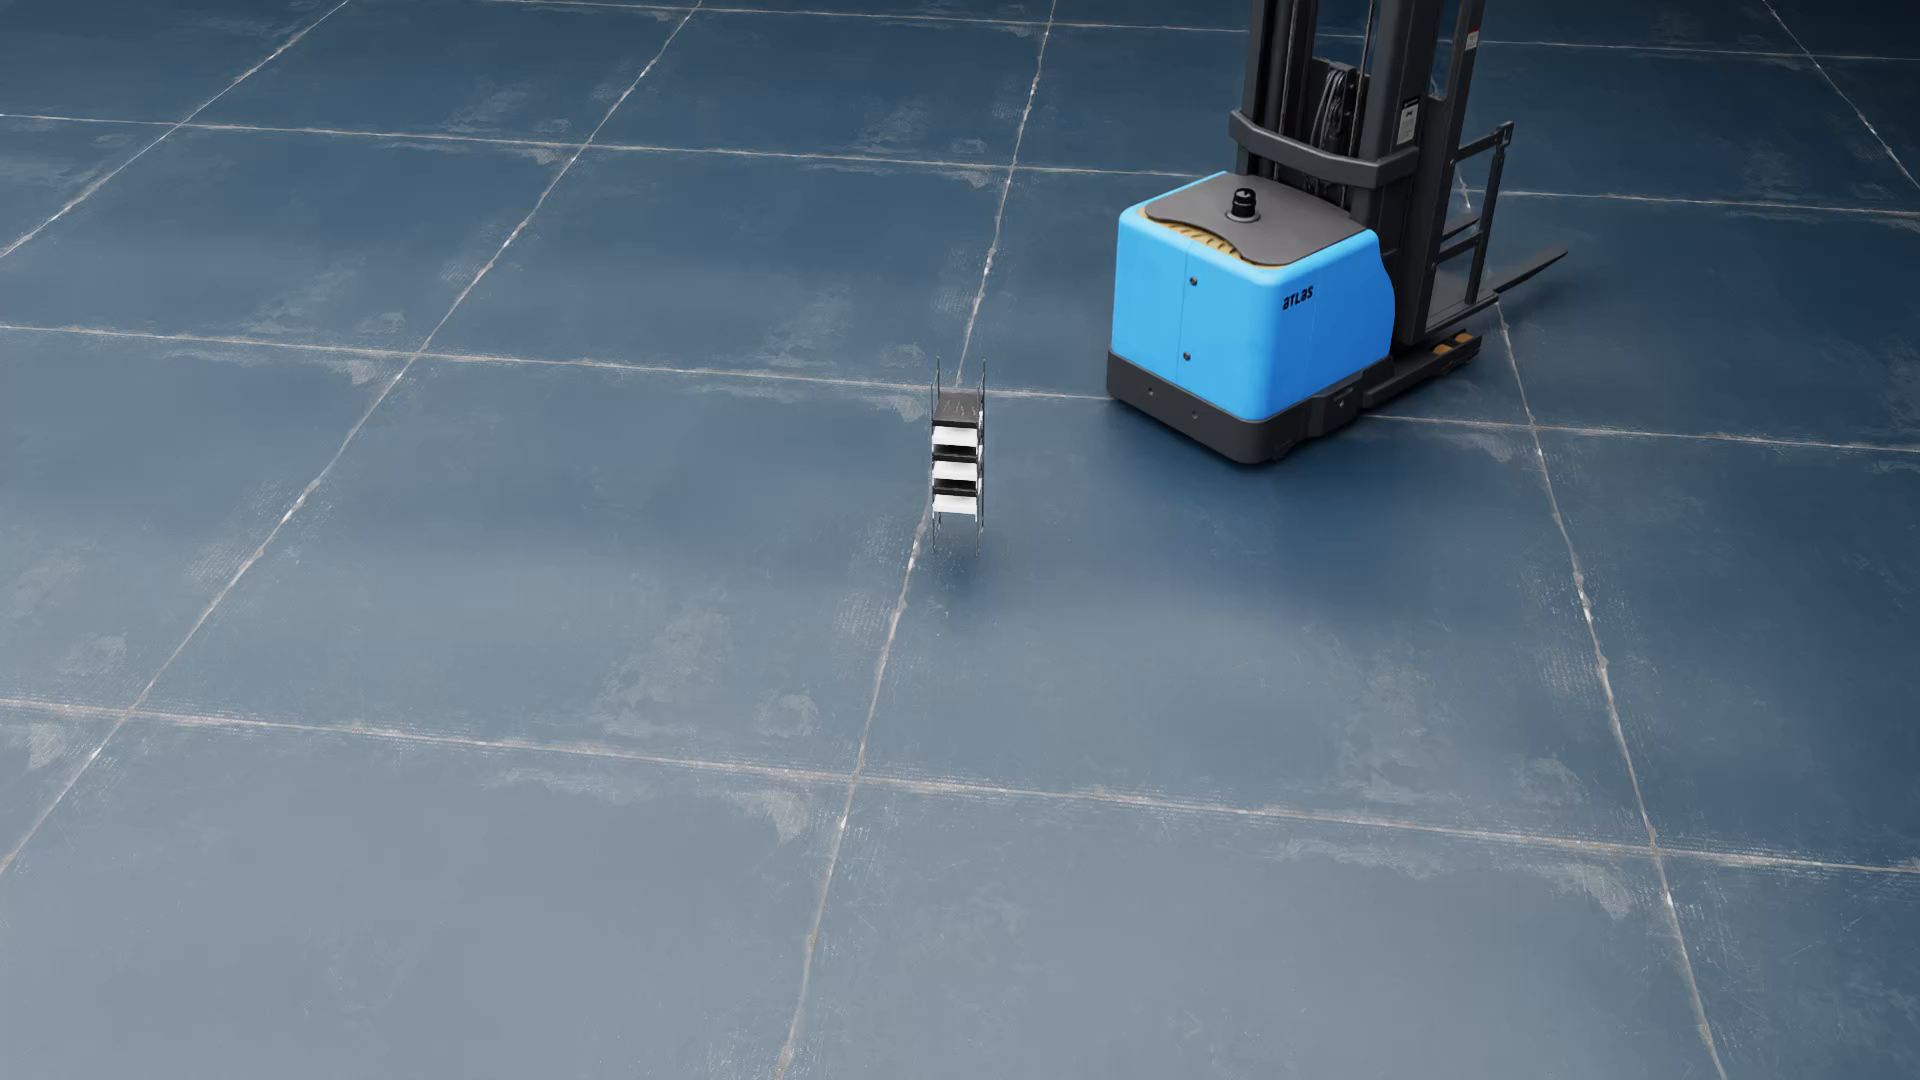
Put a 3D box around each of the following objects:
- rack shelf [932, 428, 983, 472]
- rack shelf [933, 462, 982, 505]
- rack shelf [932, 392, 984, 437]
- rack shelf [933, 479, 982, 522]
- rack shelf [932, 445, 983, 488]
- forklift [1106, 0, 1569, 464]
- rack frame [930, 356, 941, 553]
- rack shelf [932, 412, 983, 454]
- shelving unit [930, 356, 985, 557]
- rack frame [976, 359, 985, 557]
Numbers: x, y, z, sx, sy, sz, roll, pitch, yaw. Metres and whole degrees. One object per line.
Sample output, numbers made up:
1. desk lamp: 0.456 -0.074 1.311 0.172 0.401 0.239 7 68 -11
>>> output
1. rack shelf: -0.008 -0.413 7.457 0.200 0.077 0.258 4 36 6
2. rack shelf: -0.008 -0.267 7.561 0.200 0.077 0.258 4 36 6
3. rack shelf: -0.008 -0.560 7.352 0.200 0.077 0.258 4 36 6
4. rack shelf: -0.008 -0.193 7.613 0.200 0.077 0.258 4 36 6
5. rack shelf: -0.008 -0.340 7.509 0.200 0.077 0.258 4 36 6
6. forklift: 2.211 -2.288 8.433 3.031 2.935 1.130 -27 43 -32
7. rack frame: -0.109 -0.374 7.500 0.006 0.900 0.240 4 36 6
8. rack shelf: -0.008 -0.486 7.404 0.200 0.077 0.258 4 36 6
9. shelving unit: -0.008 -0.367 7.489 0.210 0.900 0.258 4 36 6
10. rack frame: 0.093 -0.359 7.479 0.006 0.900 0.240 4 36 6
